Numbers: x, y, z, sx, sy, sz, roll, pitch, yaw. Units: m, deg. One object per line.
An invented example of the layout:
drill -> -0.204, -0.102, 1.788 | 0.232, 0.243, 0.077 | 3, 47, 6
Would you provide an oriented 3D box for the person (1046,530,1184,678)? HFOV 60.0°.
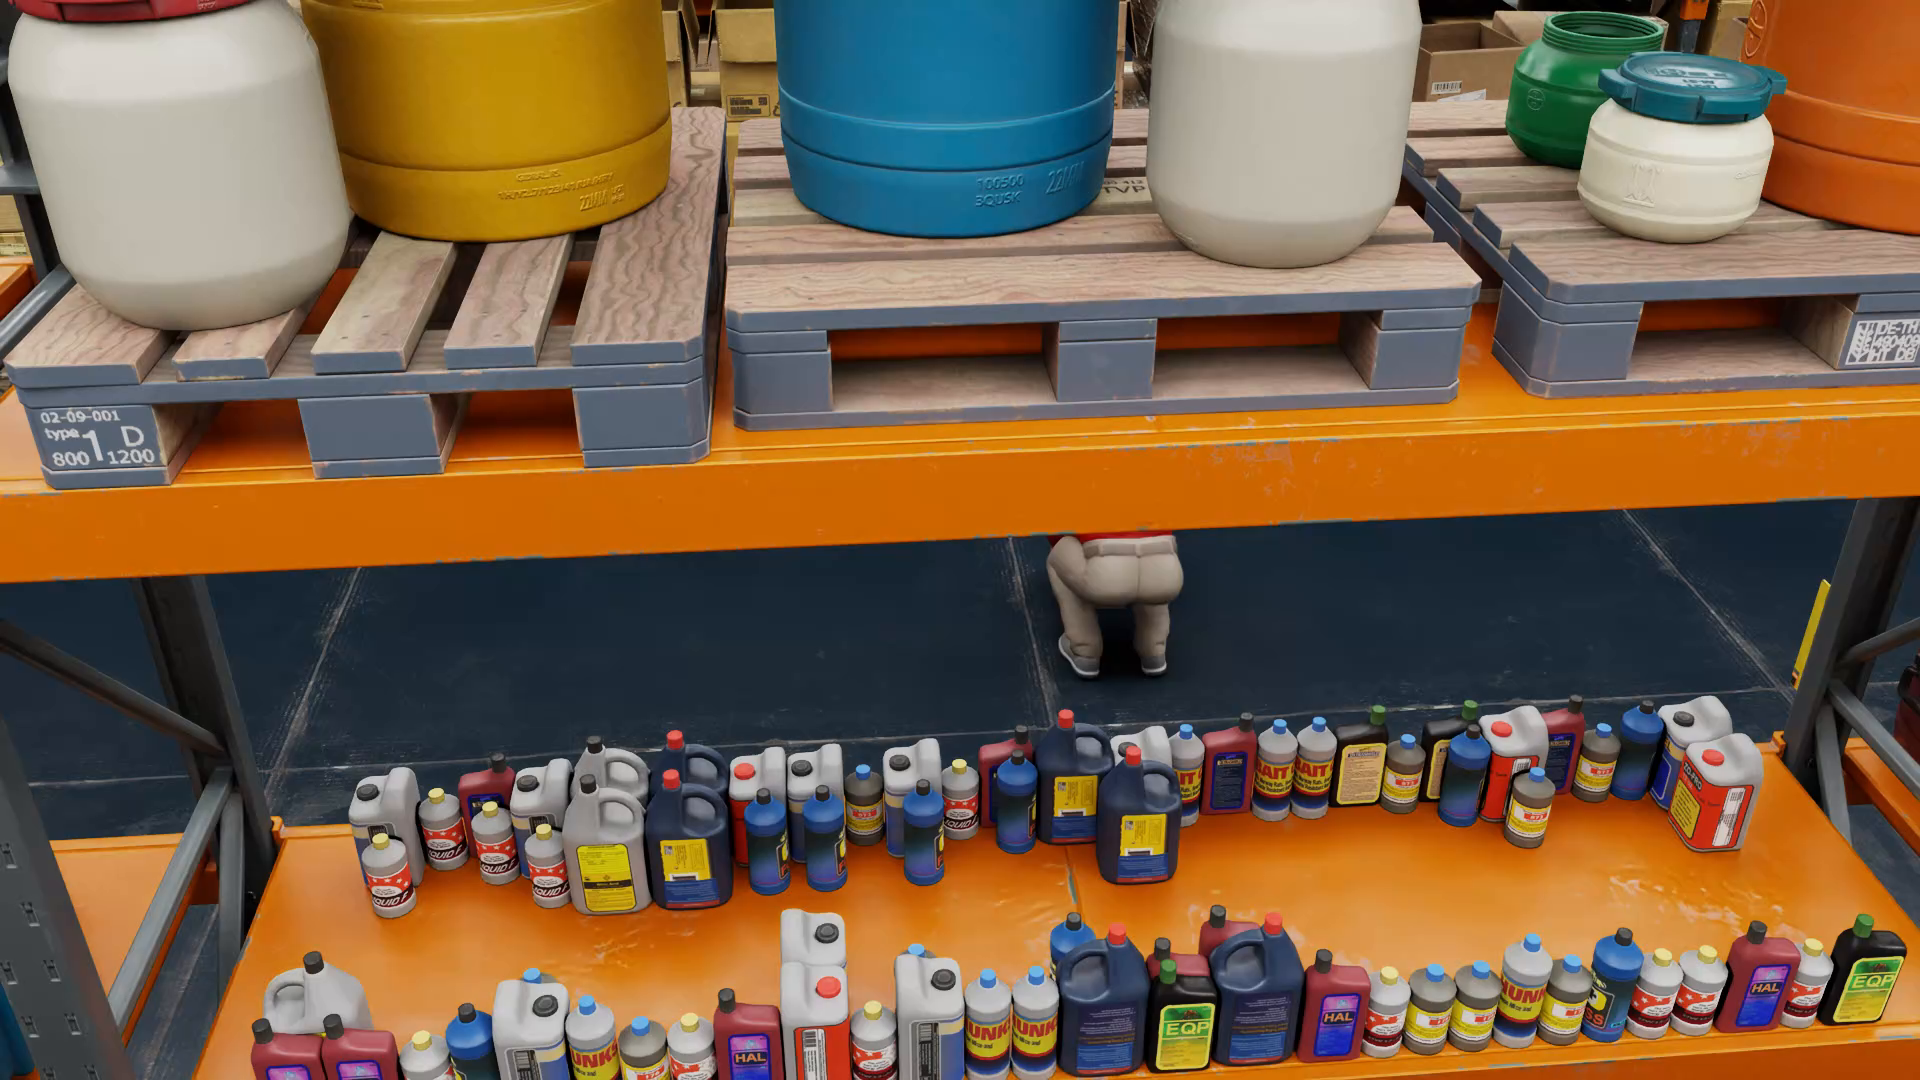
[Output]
person -> 0.628, 0.090, 6.951 | 0.531, 0.791, 0.945 | -4, 31, -6
